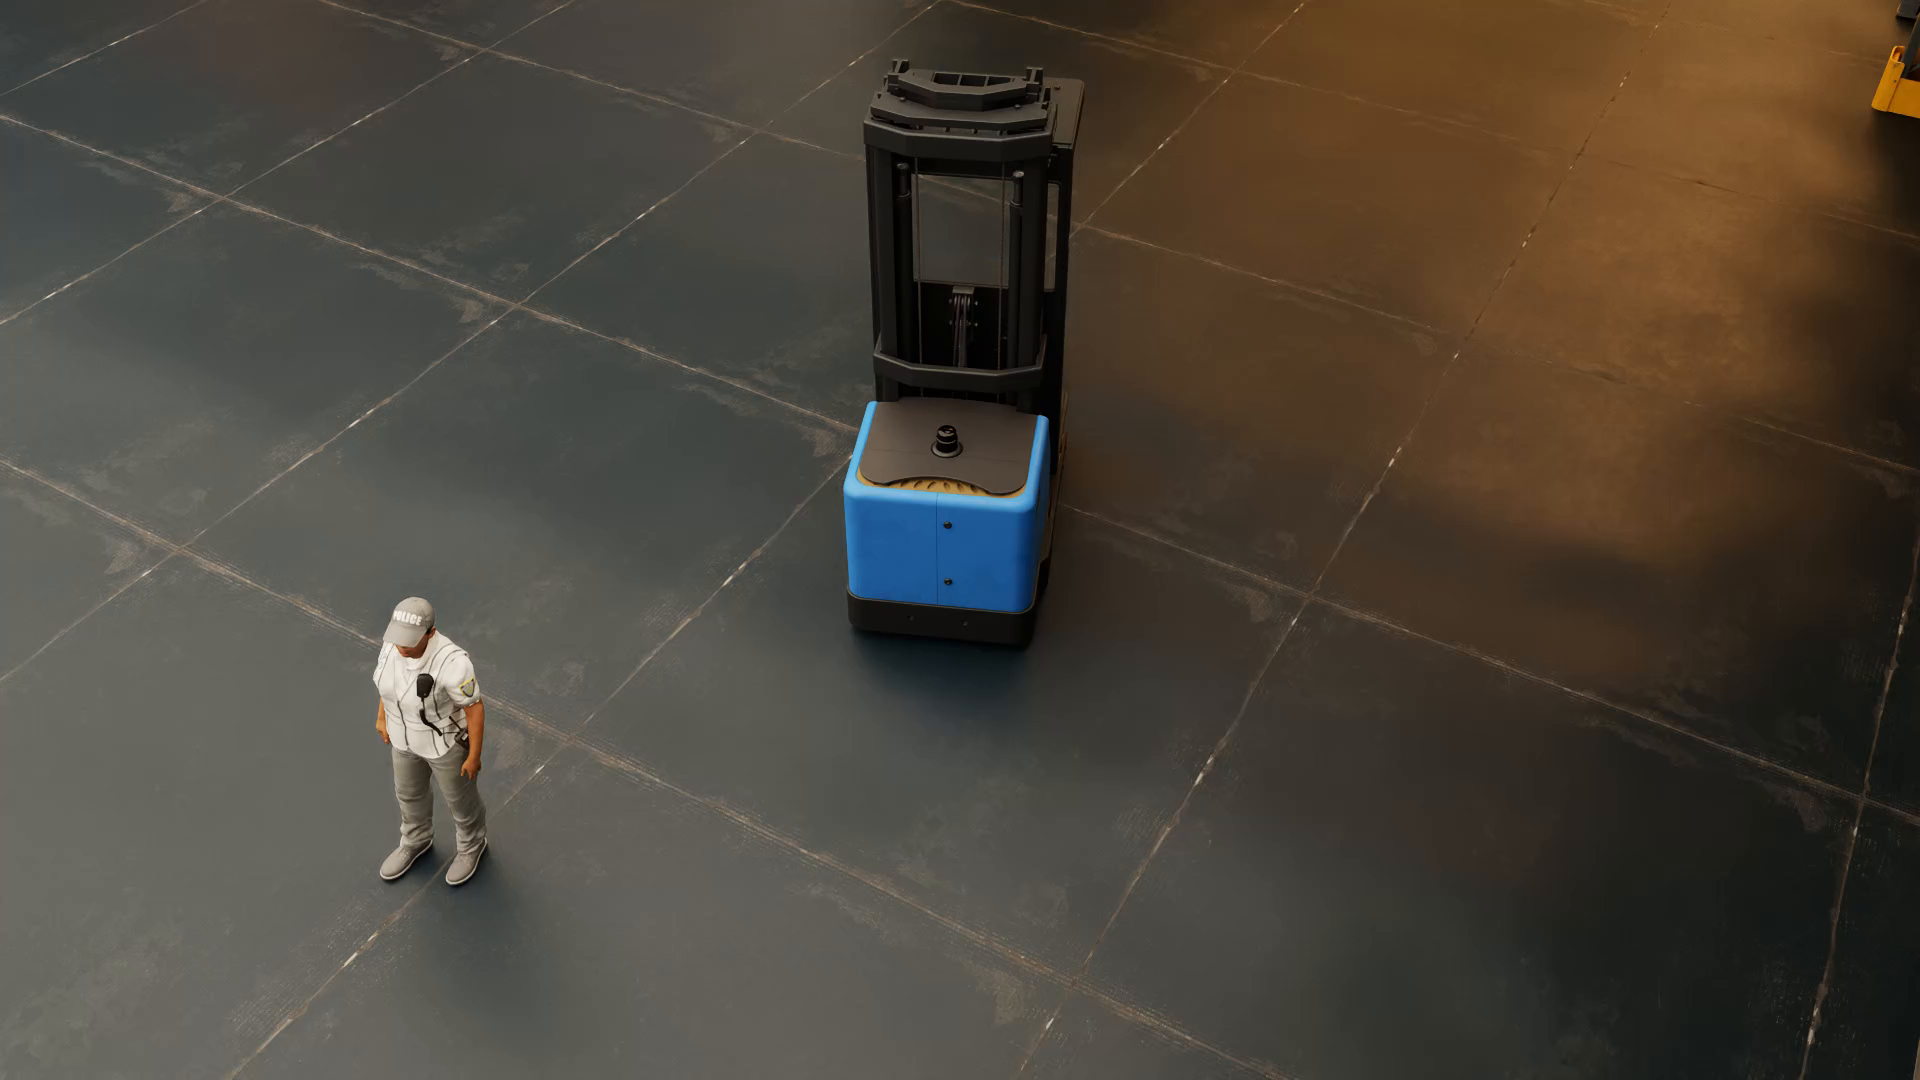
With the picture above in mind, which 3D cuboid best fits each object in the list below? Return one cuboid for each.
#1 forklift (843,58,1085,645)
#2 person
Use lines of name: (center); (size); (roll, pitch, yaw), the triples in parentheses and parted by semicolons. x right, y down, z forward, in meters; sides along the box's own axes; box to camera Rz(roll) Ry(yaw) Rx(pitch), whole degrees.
forklift: (0.084, -1.495, 9.479); (1.130, 2.935, 3.031); (5, 42, 6)
person: (-2.485, 0.951, 7.679); (0.598, 1.670, 0.529); (17, 45, 18)
